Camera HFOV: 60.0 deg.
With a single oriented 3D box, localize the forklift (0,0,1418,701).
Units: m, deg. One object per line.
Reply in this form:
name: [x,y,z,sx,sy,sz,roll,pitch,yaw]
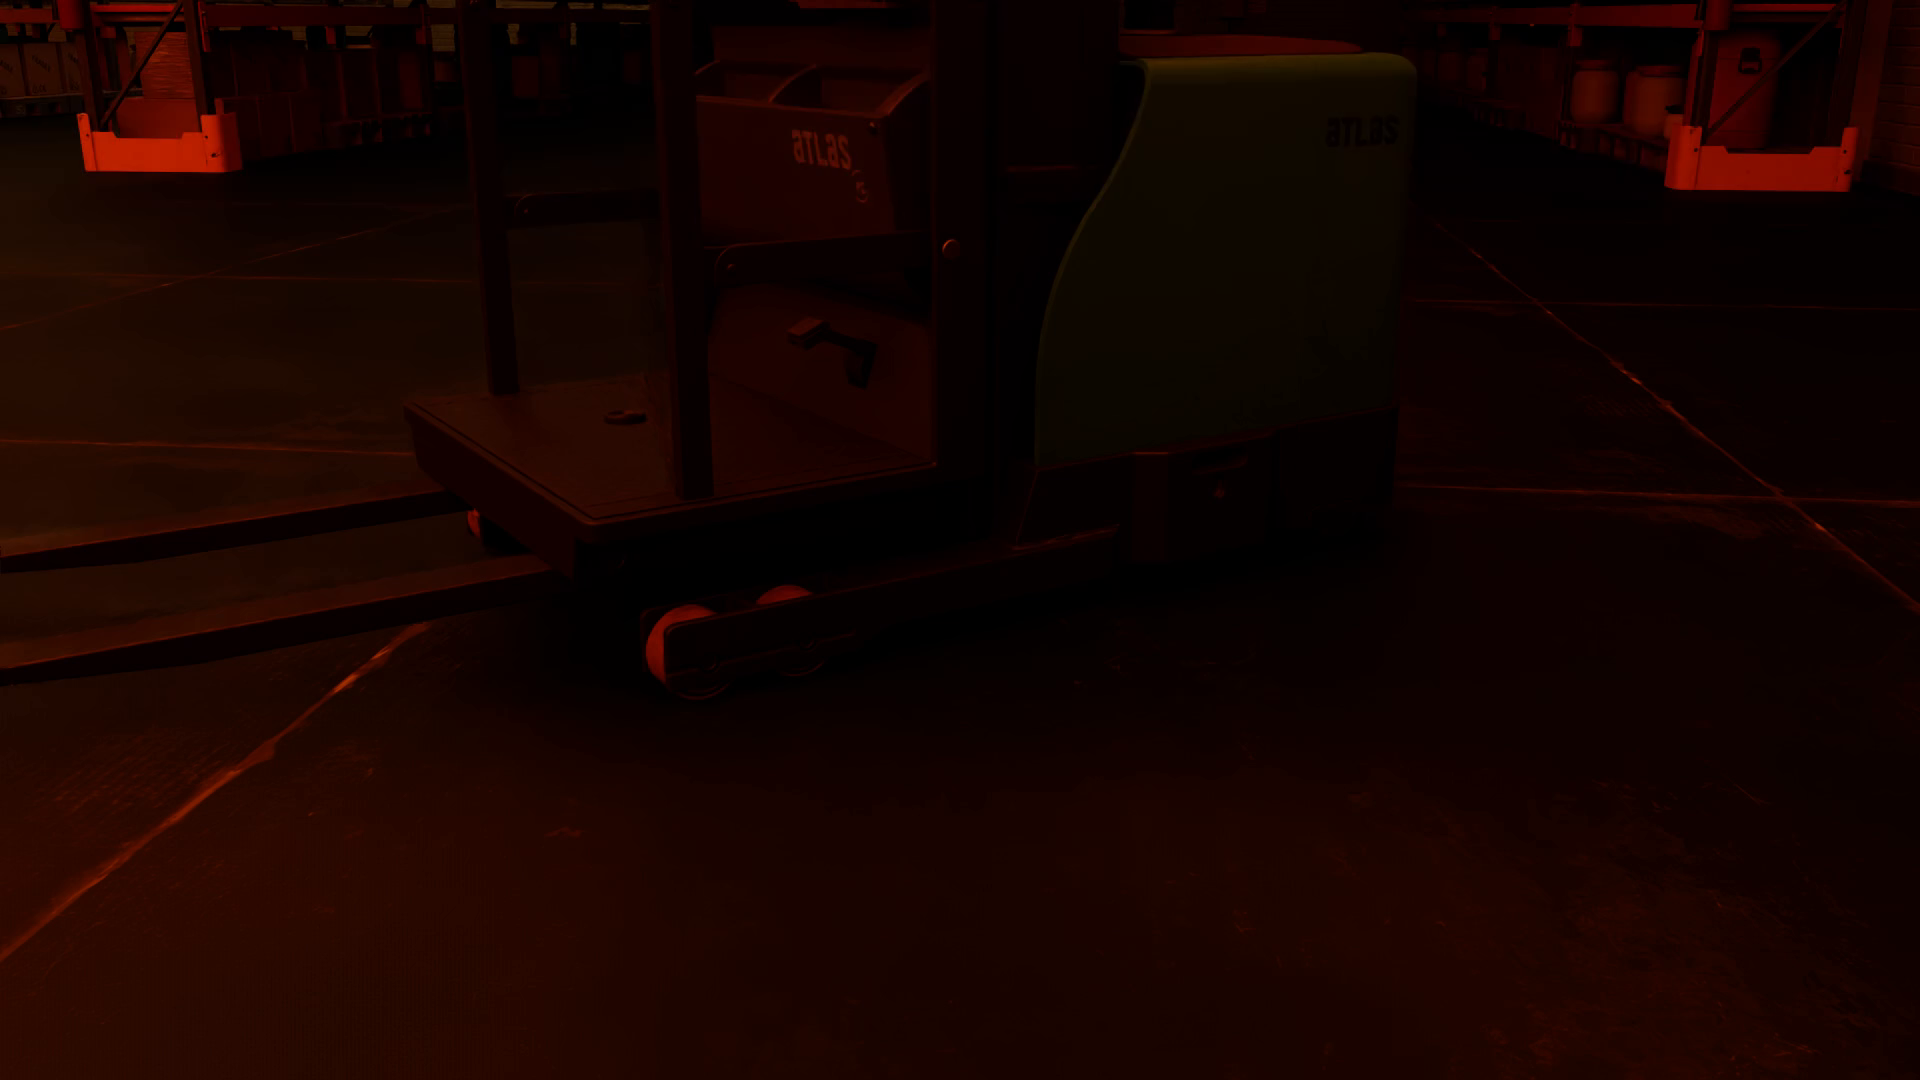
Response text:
forklift: [-0.508,-1.296,3.061,3.031,2.935,1.130,-11,21,-32]
